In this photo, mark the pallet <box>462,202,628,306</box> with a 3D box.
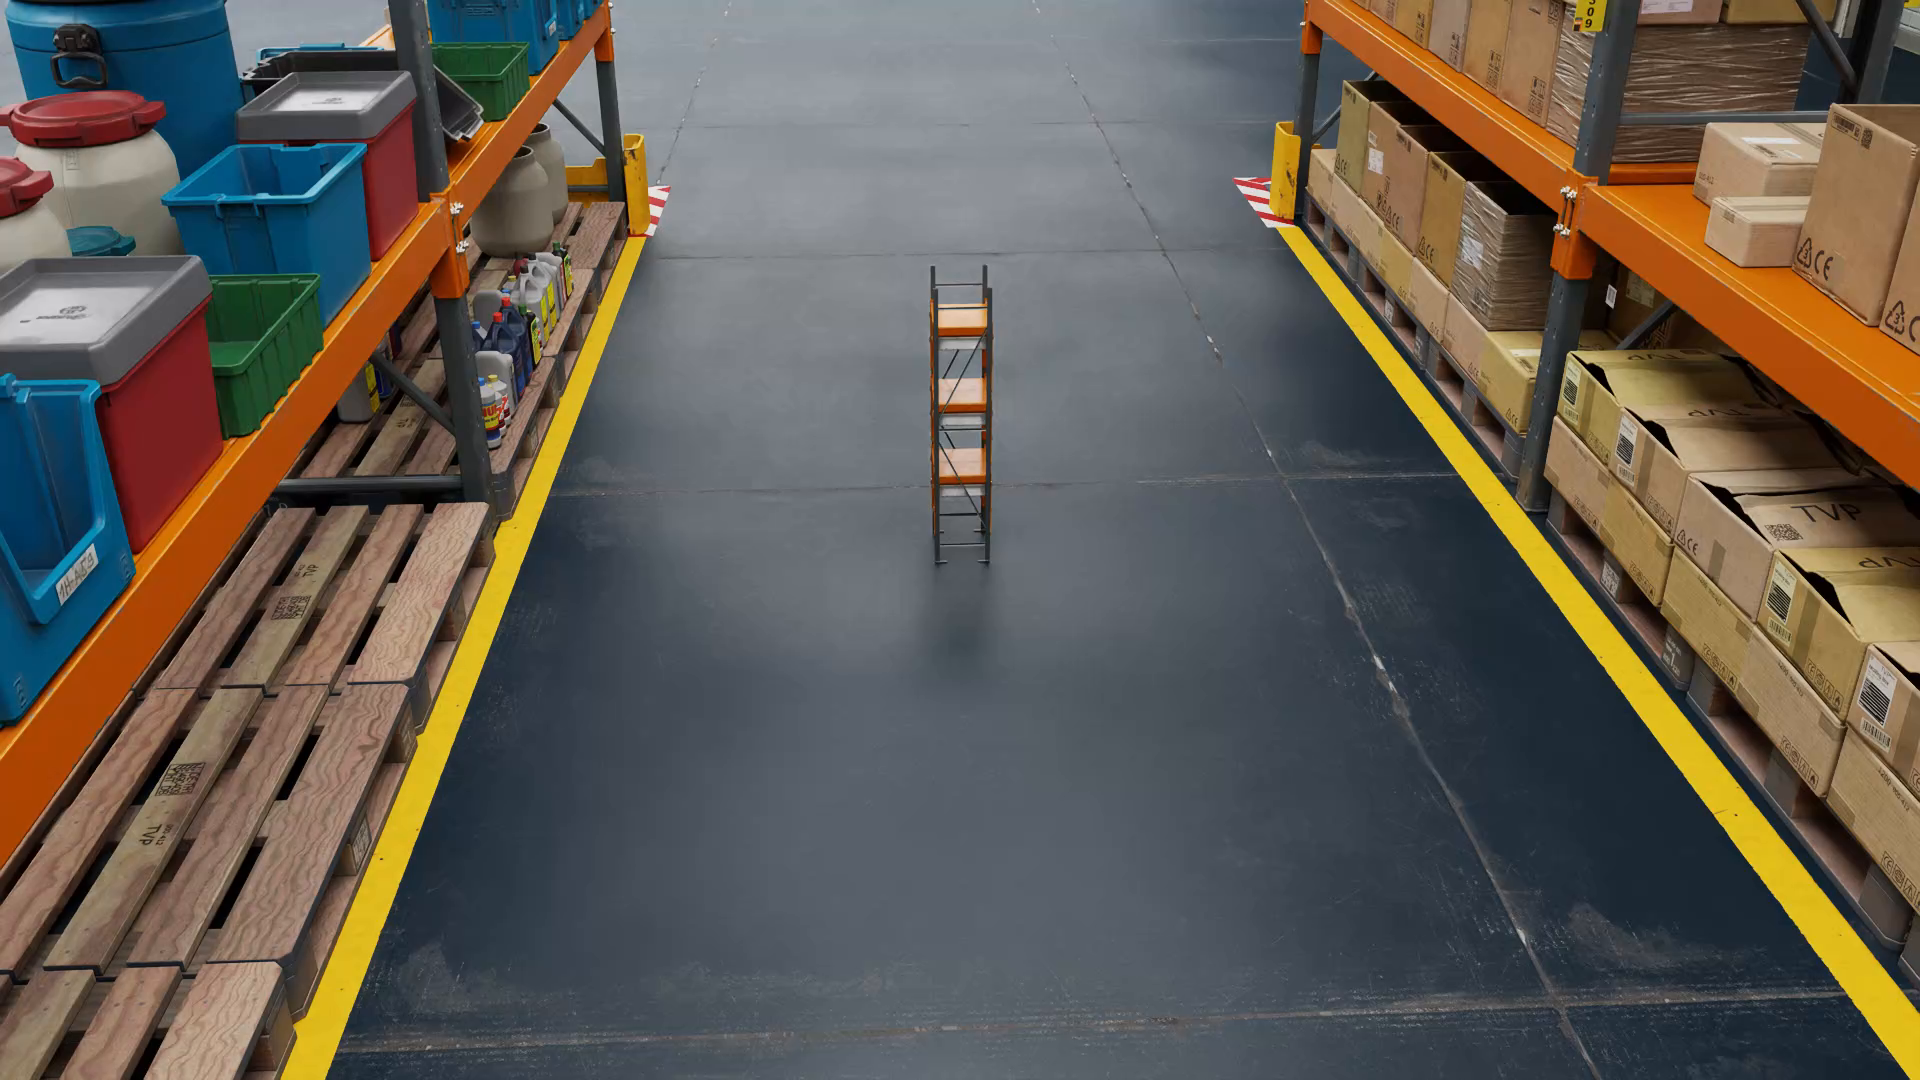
[{"bbox_3d":[-2.381,-1.554,9.001,1.003,0.211,1.213,-1,28,-3],"label":"pallet"}]

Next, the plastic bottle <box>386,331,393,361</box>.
[{"bbox_3d":[-2.507,-0.886,7.166,0.061,0.283,0.133,-1,28,-3],"label":"plastic bottle"}]

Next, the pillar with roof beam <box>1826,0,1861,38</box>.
[{"bbox_3d":[3.713,-8.463,12.746,9.100,9.000,0.400,-1,28,-3],"label":"pillar with roof beam"}]

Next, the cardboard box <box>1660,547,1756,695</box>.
[{"bbox_3d":[2.516,0.230,5.084,0.500,0.250,0.500,-2,28,-4],"label":"cardboard box"}]

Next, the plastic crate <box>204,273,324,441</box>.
[{"bbox_3d":[-1.887,-0.461,4.120,0.450,0.188,0.662,-1,28,-3],"label":"plastic crate"}]

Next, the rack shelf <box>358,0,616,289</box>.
[{"bbox_3d":[-2.364,-1.957,7.537,1.077,0.370,4.000,-1,28,-3],"label":"rack shelf"}]

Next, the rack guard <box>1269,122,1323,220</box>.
[{"bbox_3d":[2.477,-2.220,9.967,1.175,0.500,0.348,-1,28,-3],"label":"rack guard"}]

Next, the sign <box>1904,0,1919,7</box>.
[{"bbox_3d":[3.228,-1.966,5.610,0.100,0.325,0.005,-1,28,-3],"label":"sign"}]

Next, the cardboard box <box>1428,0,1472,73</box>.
[{"bbox_3d":[2.573,-2.431,7.560,0.700,0.500,0.500,-1,28,-1],"label":"cardboard box"}]

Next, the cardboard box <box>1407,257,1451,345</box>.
[{"bbox_3d":[2.387,-1.108,7.650,0.500,0.250,0.500,-1,28,-3],"label":"cardboard box"}]

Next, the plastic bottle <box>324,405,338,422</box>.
[{"bbox_3d":[-2.581,-0.664,6.667,0.144,0.351,0.185,-2,28,-4],"label":"plastic bottle"}]

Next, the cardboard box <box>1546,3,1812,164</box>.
[{"bbox_3d":[2.658,-1.719,6.195,0.700,0.500,0.500,-2,28,-4],"label":"cardboard box"}]

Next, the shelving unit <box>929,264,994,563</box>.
[{"bbox_3d":[0.003,-0.441,5.960,0.215,1.050,0.252,-1,28,-3],"label":"shelving unit"}]

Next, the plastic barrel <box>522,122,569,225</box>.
[{"bbox_3d":[-2.358,-1.981,9.040,0.421,0.512,0.421,0,28,0],"label":"plastic barrel"}]

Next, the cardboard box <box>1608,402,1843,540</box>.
[{"bbox_3d":[2.481,-0.258,5.414,0.500,0.311,0.500,-2,28,-3],"label":"cardboard box"}]

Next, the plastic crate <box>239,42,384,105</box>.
[{"bbox_3d":[-2.589,-1.791,6.601,0.499,0.251,0.616,-1,28,-3],"label":"plastic crate"}]

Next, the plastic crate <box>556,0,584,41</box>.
[{"bbox_3d":[-2.115,-2.610,8.171,0.499,0.251,0.408,-1,28,-3],"label":"plastic crate"}]

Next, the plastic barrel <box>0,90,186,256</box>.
[{"bbox_3d":[-2.429,-0.966,4.711,0.433,0.535,0.433,0,28,0],"label":"plastic barrel"}]

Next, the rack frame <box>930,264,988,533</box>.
[{"bbox_3d":[-0.004,-0.497,6.068,0.200,1.050,0.008,-1,28,-3],"label":"rack frame"}]

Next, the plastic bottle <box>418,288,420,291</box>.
[{"bbox_3d":[-2.685,-1.340,8.051,0.097,0.271,0.097,0,28,0],"label":"plastic bottle"}]

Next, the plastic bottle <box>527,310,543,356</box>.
[{"bbox_3d":[-1.889,-0.908,7.298,0.097,0.201,0.097,0,28,0],"label":"plastic bottle"}]

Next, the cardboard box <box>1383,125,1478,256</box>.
[{"bbox_3d":[2.360,-1.671,7.919,0.500,0.500,0.500,-1,28,-3],"label":"cardboard box"}]

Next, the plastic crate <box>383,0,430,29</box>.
[{"bbox_3d":[-2.743,-2.662,8.395,0.298,0.136,0.250,-1,28,-3],"label":"plastic crate"}]

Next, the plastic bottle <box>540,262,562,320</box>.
[{"bbox_3d":[-1.942,-1.168,7.716,0.152,0.276,0.135,-2,28,-4],"label":"plastic bottle"}]

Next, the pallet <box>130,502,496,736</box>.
[{"bbox_3d":[-2.180,0.246,5.551,1.003,0.211,1.213,-1,28,-3],"label":"pallet"}]

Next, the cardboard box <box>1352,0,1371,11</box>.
[{"bbox_3d":[2.490,-3.146,8.930,0.700,0.500,0.500,-1,28,-3],"label":"cardboard box"}]

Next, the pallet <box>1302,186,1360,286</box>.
[{"bbox_3d":[2.560,-1.729,9.337,1.003,0.211,1.213,-1,28,-3],"label":"pallet"}]

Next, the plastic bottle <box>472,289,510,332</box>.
[{"bbox_3d":[-2.066,-0.991,7.376,0.152,0.276,0.135,-1,28,-3],"label":"plastic bottle"}]

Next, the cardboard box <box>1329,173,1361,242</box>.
[{"bbox_3d":[2.314,-1.801,8.978,0.500,0.250,0.500,-1,28,-3],"label":"cardboard box"}]

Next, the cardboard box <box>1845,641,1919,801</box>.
[{"bbox_3d":[2.565,0.452,4.052,0.500,0.311,0.500,-2,28,-3],"label":"cardboard box"}]

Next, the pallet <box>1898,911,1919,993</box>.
[{"bbox_3d":[2.892,1.232,3.659,1.003,0.211,1.213,-1,28,-3],"label":"pallet"}]

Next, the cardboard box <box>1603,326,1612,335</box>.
[{"bbox_3d":[2.945,-0.890,7.232,0.500,0.250,0.500,-1,28,-3],"label":"cardboard box"}]

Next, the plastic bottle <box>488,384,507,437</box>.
[{"bbox_3d":[-1.844,-0.511,6.537,0.097,0.201,0.097,0,28,0],"label":"plastic bottle"}]

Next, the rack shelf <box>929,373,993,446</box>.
[{"bbox_3d":[0.003,-0.431,5.965,0.215,0.259,0.240,-1,28,-3],"label":"rack shelf"}]

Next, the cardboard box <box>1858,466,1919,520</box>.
[{"bbox_3d":[3.052,-0.035,4.987,0.500,0.311,0.500,-1,28,-3],"label":"cardboard box"}]

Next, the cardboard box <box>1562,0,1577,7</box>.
[{"bbox_3d":[2.448,-2.037,6.102,0.380,0.149,0.250,-2,28,-4],"label":"cardboard box"}]

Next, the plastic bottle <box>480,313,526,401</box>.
[{"bbox_3d":[-1.888,-0.756,6.844,0.144,0.351,0.185,-1,28,-1],"label":"plastic bottle"}]

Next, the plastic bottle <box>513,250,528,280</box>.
[{"bbox_3d":[-2.055,-1.233,7.832,0.061,0.283,0.133,-1,28,-3],"label":"plastic bottle"}]

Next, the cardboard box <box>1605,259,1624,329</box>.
[{"bbox_3d":[2.941,-1.222,7.058,0.500,0.500,0.500,-1,28,-3],"label":"cardboard box"}]

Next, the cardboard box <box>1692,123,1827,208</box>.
[{"bbox_3d":[2.756,-1.178,5.426,0.500,0.250,0.500,0,28,1],"label":"cardboard box"}]

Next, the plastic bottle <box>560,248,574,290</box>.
[{"bbox_3d":[-1.935,-1.317,8.081,0.097,0.201,0.097,0,28,0],"label":"plastic bottle"}]

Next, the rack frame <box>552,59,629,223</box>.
[{"bbox_3d":[-2.469,-3.200,9.141,1.000,3.000,0.127,-1,28,-3],"label":"rack frame"}]
